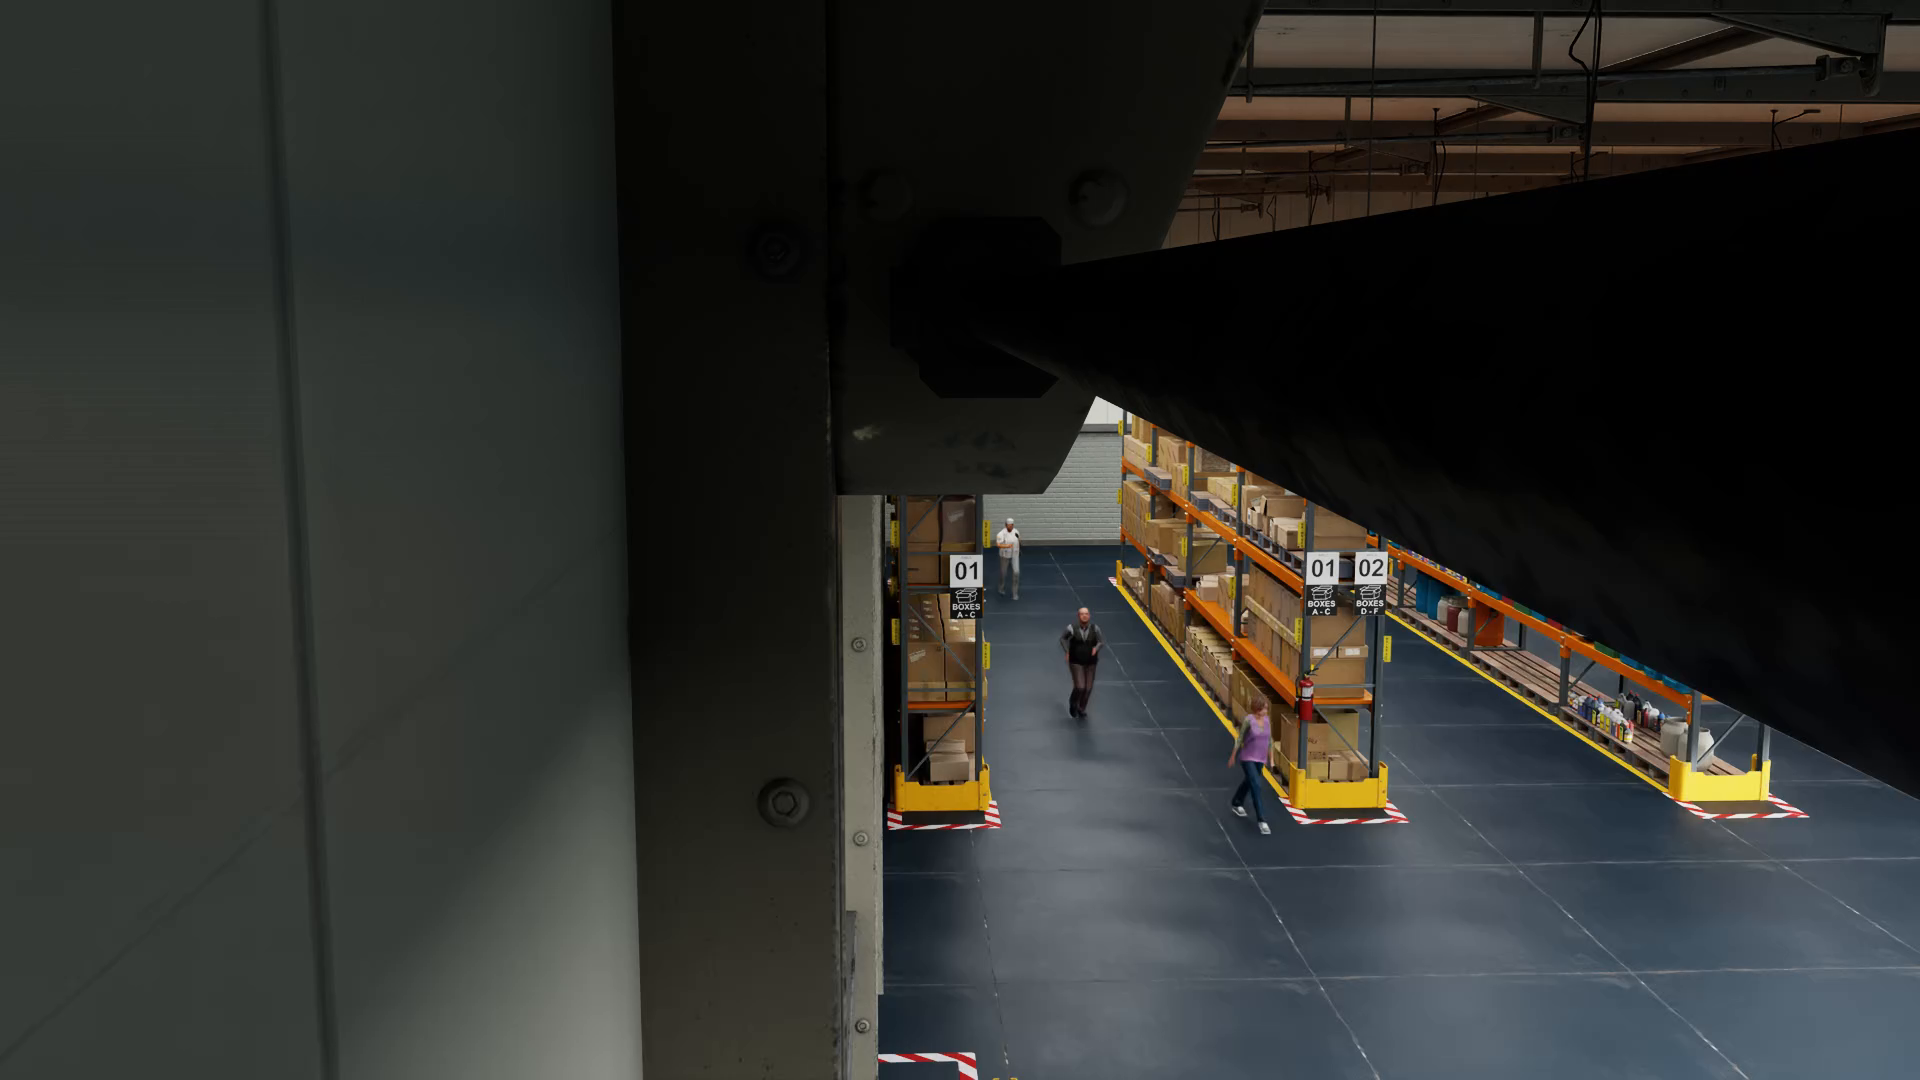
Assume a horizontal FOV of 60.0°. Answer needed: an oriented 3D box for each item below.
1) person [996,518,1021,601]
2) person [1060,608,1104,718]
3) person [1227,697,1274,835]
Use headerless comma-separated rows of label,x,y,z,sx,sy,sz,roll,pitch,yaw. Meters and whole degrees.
person,1.016,0.387,34.790,0.581,1.725,0.841,-2,9,-15
person,1.841,1.839,24.762,0.634,1.674,0.653,-1,9,-9
person,3.540,2.647,19.914,0.476,1.538,0.900,-5,10,-32
